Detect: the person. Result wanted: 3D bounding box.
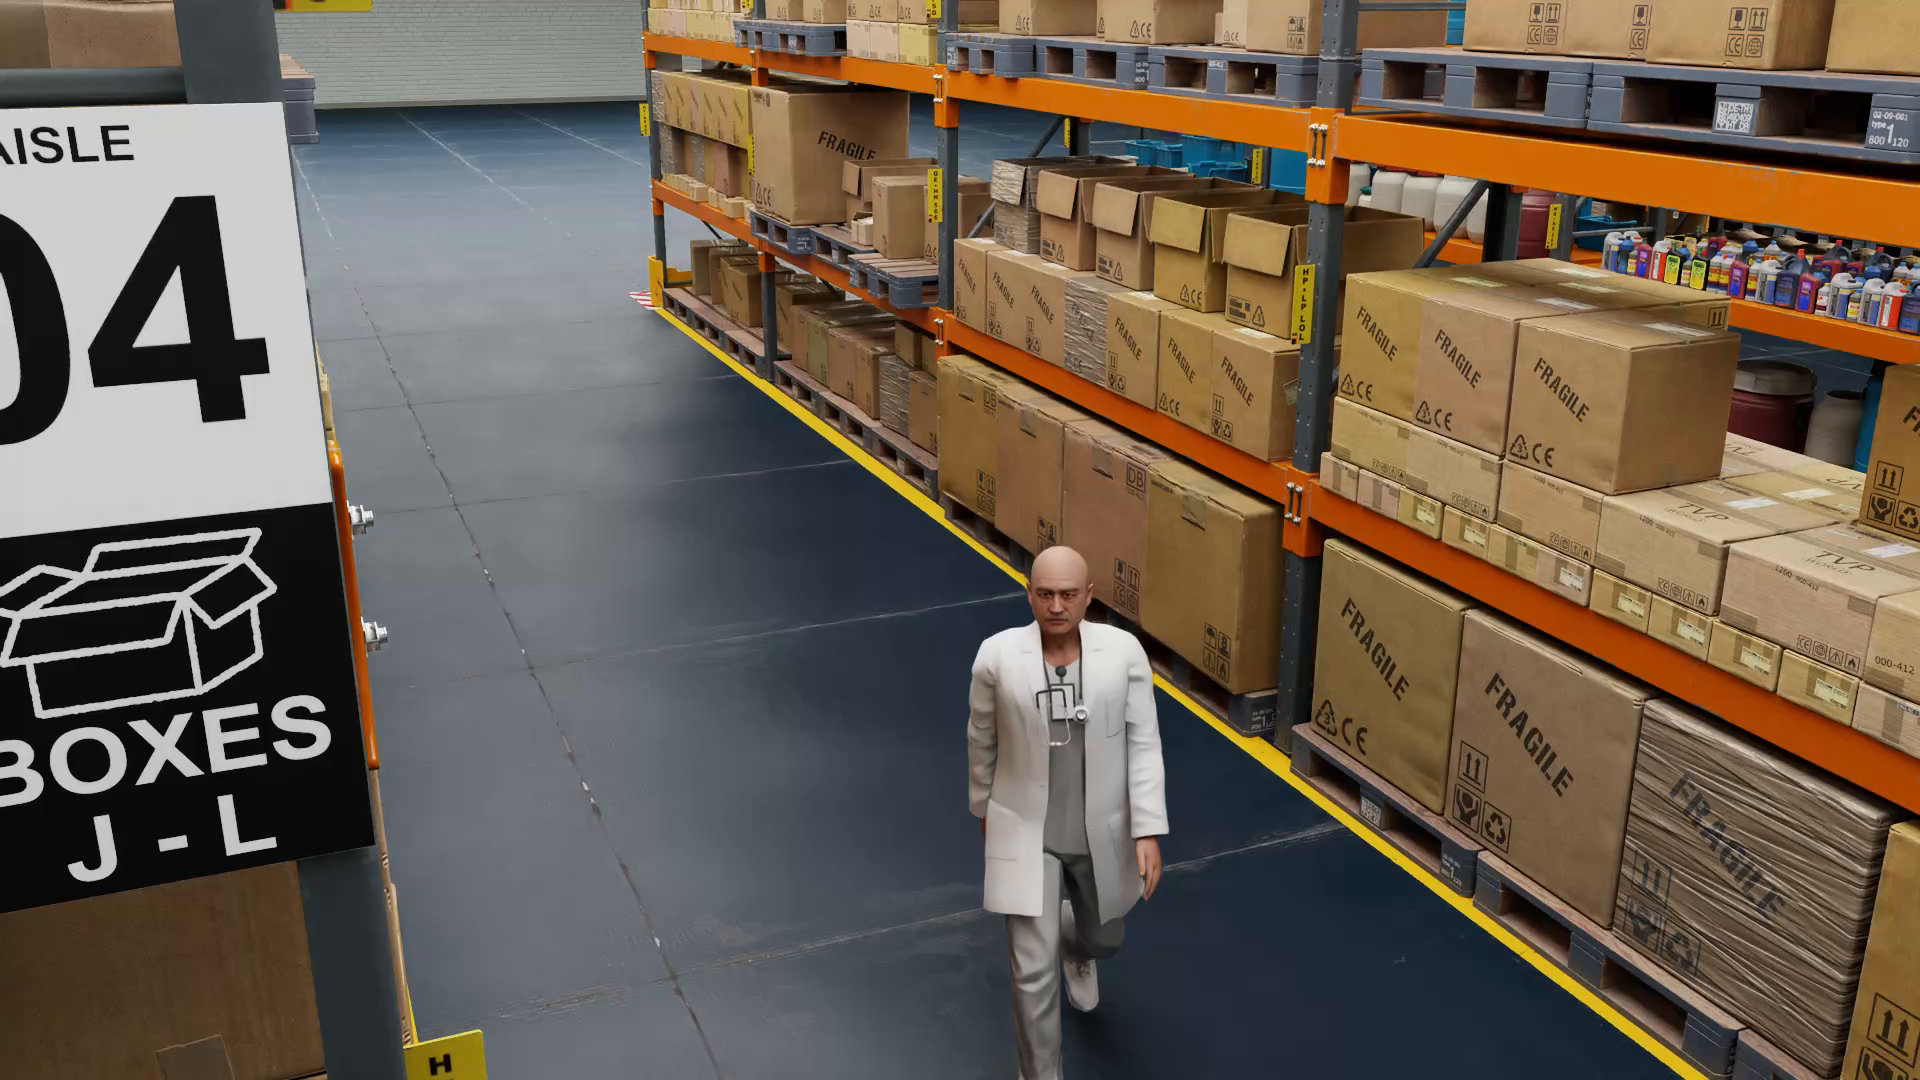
[{"bbox_3d":[0.315,0.845,5.034,0.582,1.739,1.017,-1,19,-3],"label":"person"}]
